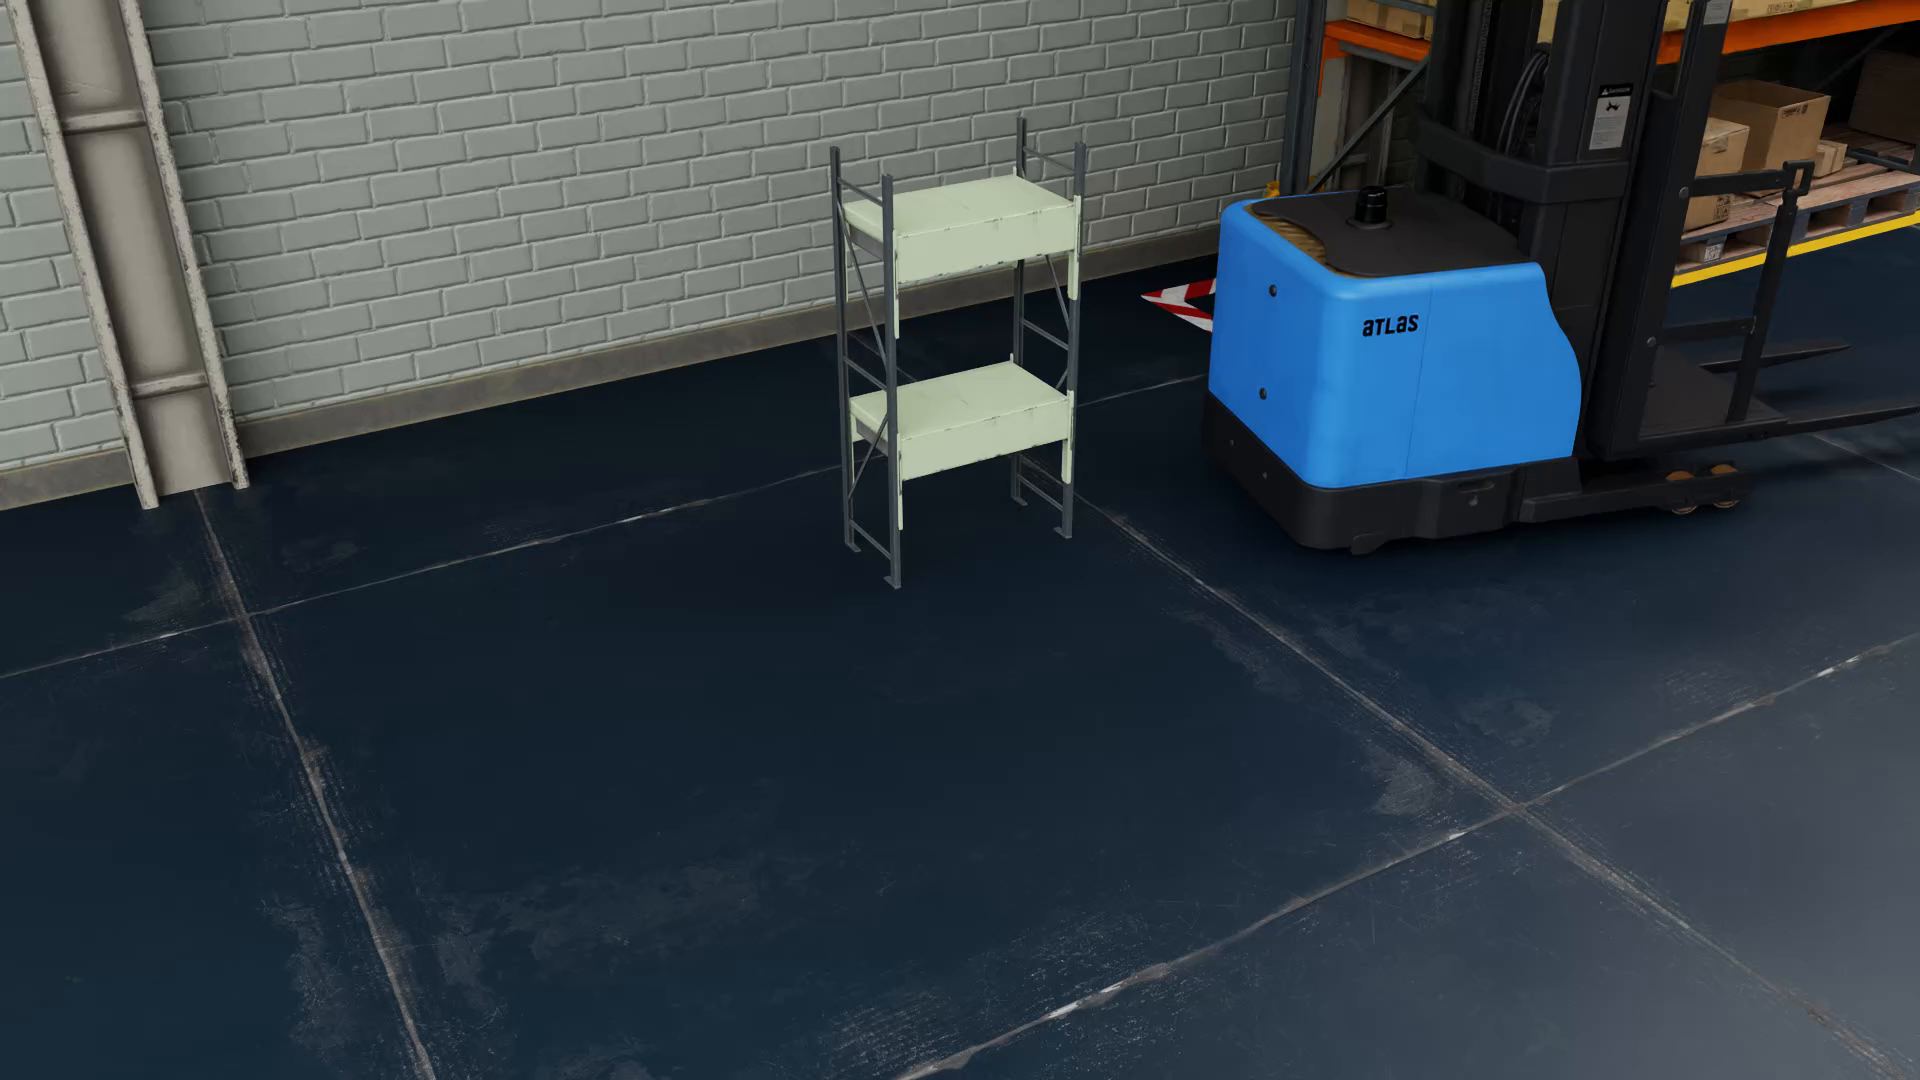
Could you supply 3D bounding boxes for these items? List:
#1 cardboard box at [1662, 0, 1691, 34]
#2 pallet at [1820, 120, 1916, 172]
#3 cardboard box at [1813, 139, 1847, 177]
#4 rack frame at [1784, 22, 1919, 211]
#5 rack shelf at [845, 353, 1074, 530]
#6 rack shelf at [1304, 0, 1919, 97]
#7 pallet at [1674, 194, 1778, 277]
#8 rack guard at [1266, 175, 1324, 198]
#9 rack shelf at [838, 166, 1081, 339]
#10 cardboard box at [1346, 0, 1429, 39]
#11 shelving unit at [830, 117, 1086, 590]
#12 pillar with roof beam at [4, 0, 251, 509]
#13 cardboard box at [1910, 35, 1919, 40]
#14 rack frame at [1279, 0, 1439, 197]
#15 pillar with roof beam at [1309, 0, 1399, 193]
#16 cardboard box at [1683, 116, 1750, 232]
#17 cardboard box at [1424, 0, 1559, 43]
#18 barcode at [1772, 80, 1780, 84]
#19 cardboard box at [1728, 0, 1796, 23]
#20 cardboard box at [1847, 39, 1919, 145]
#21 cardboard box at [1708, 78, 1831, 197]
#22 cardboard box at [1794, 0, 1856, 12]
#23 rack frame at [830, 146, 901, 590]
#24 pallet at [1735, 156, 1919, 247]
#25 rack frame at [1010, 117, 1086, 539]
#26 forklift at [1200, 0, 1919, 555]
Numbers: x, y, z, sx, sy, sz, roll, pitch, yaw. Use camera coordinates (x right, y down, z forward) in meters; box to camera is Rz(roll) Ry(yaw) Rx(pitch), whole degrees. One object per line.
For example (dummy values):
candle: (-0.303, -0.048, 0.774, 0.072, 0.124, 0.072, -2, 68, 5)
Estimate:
cardboard box: (3.392, -2.666, 8.111, 0.500, 0.250, 0.500, -16, 33, -27)
pallet: (6.047, -2.430, 10.434, 1.213, 0.211, 1.003, -16, 33, -26)
cardboard box: (4.930, -2.268, 9.732, 0.250, 0.166, 0.380, -21, 35, -33)
rack frame: (5.376, -3.459, 9.414, 0.127, 3.000, 1.000, -16, 33, -26)
rack shelf: (-0.006, -0.370, 6.042, 0.720, 0.370, 0.431, -16, 33, -26)
rack shelf: (3.652, -2.655, 8.701, 4.000, 0.370, 1.077, -16, 33, -26)
pallet: (3.762, -1.759, 9.219, 1.213, 0.211, 1.003, -16, 33, -26)
rack guard: (1.993, -1.404, 8.278, 0.348, 0.500, 1.175, -16, 33, -26)
rack shelf: (-0.006, -0.997, 5.696, 0.720, 0.370, 0.431, -16, 33, -26)
cardboard box: (2.232, -2.619, 8.025, 0.500, 0.250, 0.500, -15, 32, -26)
shelving unit: (-0.006, -0.655, 5.885, 0.755, 1.500, 0.431, -16, 33, -26)
pillar with roof beam: (-0.899, -2.376, 1.243, 0.400, 9.000, 9.100, -16, 33, -26)
cardboard box: (6.423, -2.892, 10.518, 0.500, 0.500, 0.700, -17, 33, -27)
rack frame: (1.928, -2.480, 7.640, 0.127, 3.000, 1.000, -16, 33, -26)
pillar with roof beam: (4.274, -3.845, 3.904, 0.400, 9.000, 9.100, -16, 33, -26)
cardboard box: (3.719, -2.009, 8.917, 0.500, 0.500, 0.700, -18, 34, -29)
cardboard box: (2.509, -2.411, 7.648, 0.500, 0.250, 0.500, -17, 33, -28)
barcode: (4.789, -2.666, 9.776, 0.075, 0.075, 0.001, -16, 33, -26)
cardboard box: (3.829, -2.789, 8.333, 0.500, 0.250, 0.500, -16, 32, -26)
cardboard box: (6.003, -2.745, 10.251, 0.500, 0.500, 0.700, -15, 32, -25)
cardboard box: (4.502, -2.287, 9.421, 0.500, 0.500, 0.500, -19, 34, -30)
cardboard box: (4.262, -2.912, 8.557, 0.500, 0.250, 0.500, -16, 33, -27)
rack frame: (-0.321, -0.565, 5.722, 0.023, 1.500, 0.400, -16, 33, -26)
pallet: (4.815, -2.059, 9.763, 1.213, 0.211, 1.003, -16, 33, -26)
rack frame: (0.310, -0.745, 6.047, 0.023, 1.500, 0.400, -16, 33, -26)
forklift: (2.563, -1.619, 6.150, 3.031, 2.935, 1.130, -8, 30, -14)
